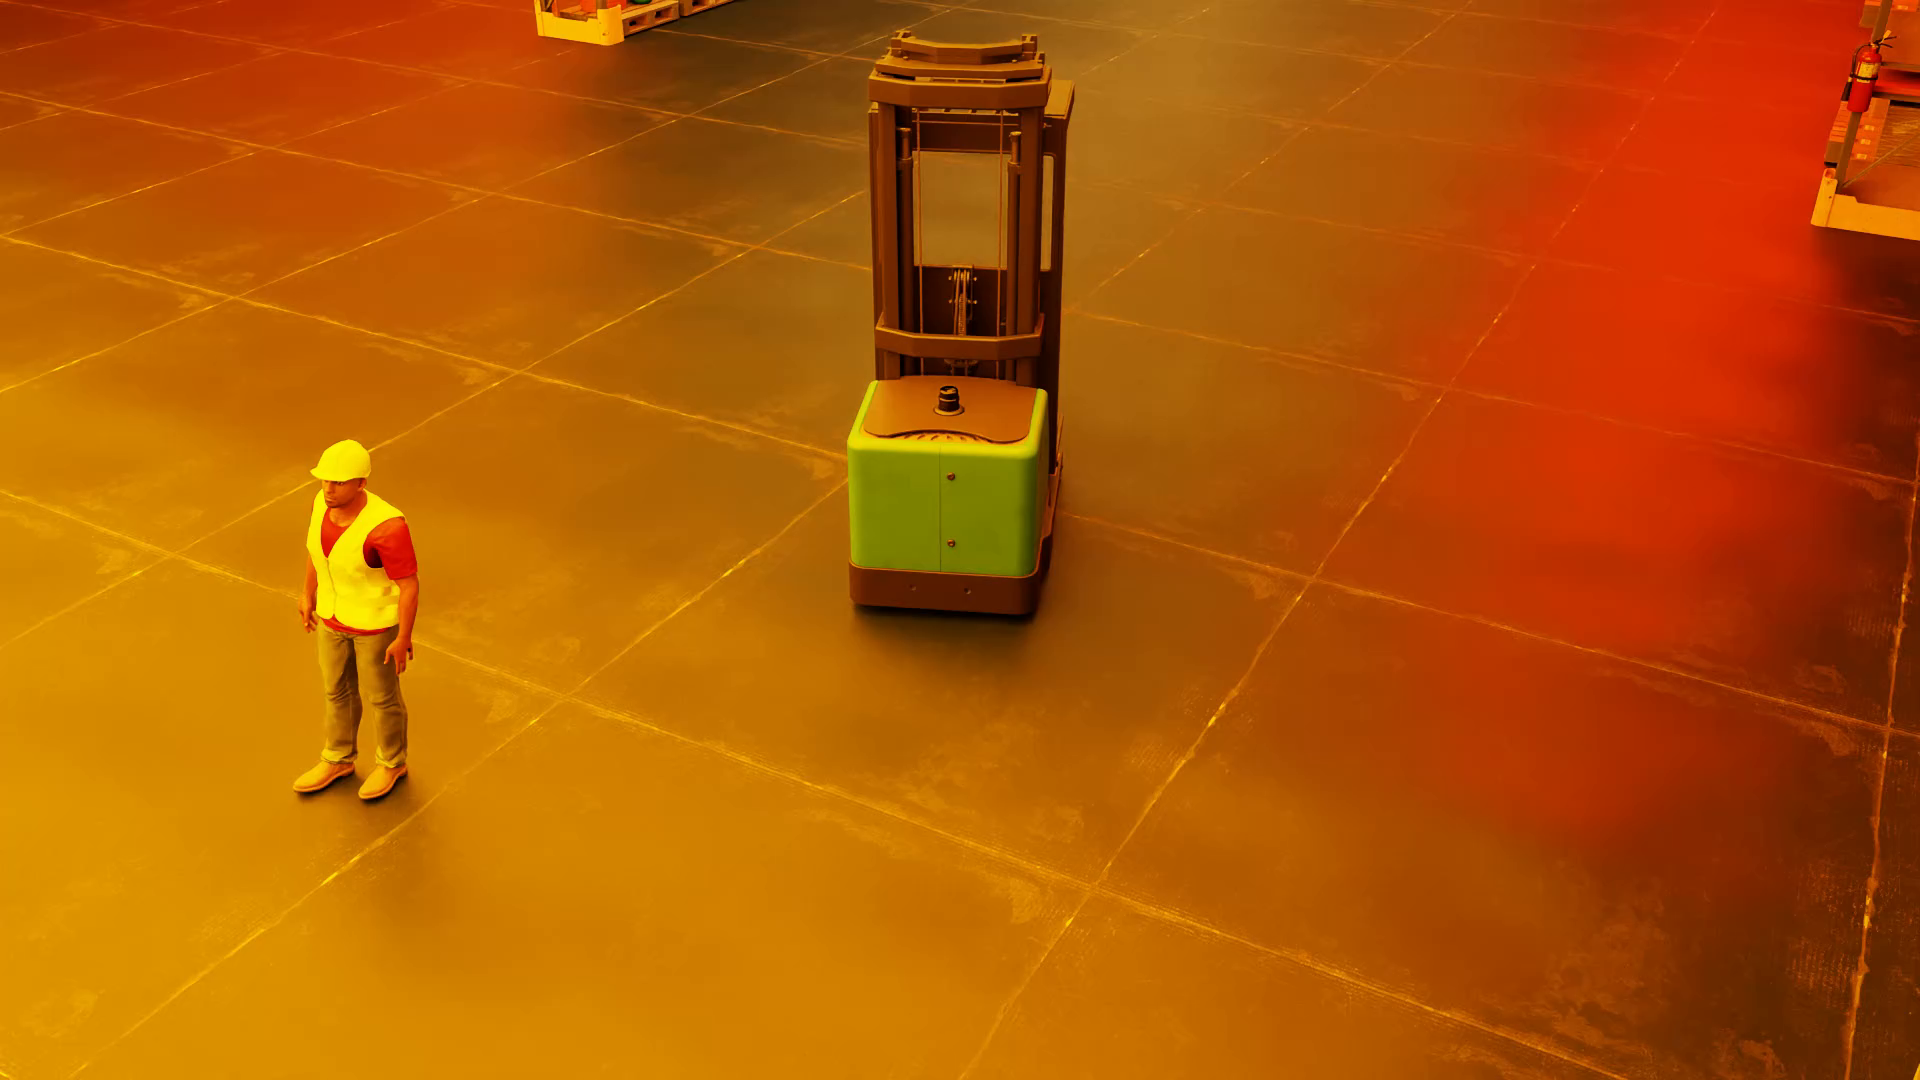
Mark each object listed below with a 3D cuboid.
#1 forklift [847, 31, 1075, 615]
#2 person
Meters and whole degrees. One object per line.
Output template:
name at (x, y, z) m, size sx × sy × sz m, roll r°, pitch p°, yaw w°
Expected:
forklift at (0.072, -1.572, 9.794) m, size 1.130 × 2.935 × 3.031 m, roll 3°, pitch 30°, yaw 6°
person at (-2.778, 0.387, 7.550) m, size 0.665 × 1.765 × 0.576 m, roll 16°, pitch 34°, yaw 25°
